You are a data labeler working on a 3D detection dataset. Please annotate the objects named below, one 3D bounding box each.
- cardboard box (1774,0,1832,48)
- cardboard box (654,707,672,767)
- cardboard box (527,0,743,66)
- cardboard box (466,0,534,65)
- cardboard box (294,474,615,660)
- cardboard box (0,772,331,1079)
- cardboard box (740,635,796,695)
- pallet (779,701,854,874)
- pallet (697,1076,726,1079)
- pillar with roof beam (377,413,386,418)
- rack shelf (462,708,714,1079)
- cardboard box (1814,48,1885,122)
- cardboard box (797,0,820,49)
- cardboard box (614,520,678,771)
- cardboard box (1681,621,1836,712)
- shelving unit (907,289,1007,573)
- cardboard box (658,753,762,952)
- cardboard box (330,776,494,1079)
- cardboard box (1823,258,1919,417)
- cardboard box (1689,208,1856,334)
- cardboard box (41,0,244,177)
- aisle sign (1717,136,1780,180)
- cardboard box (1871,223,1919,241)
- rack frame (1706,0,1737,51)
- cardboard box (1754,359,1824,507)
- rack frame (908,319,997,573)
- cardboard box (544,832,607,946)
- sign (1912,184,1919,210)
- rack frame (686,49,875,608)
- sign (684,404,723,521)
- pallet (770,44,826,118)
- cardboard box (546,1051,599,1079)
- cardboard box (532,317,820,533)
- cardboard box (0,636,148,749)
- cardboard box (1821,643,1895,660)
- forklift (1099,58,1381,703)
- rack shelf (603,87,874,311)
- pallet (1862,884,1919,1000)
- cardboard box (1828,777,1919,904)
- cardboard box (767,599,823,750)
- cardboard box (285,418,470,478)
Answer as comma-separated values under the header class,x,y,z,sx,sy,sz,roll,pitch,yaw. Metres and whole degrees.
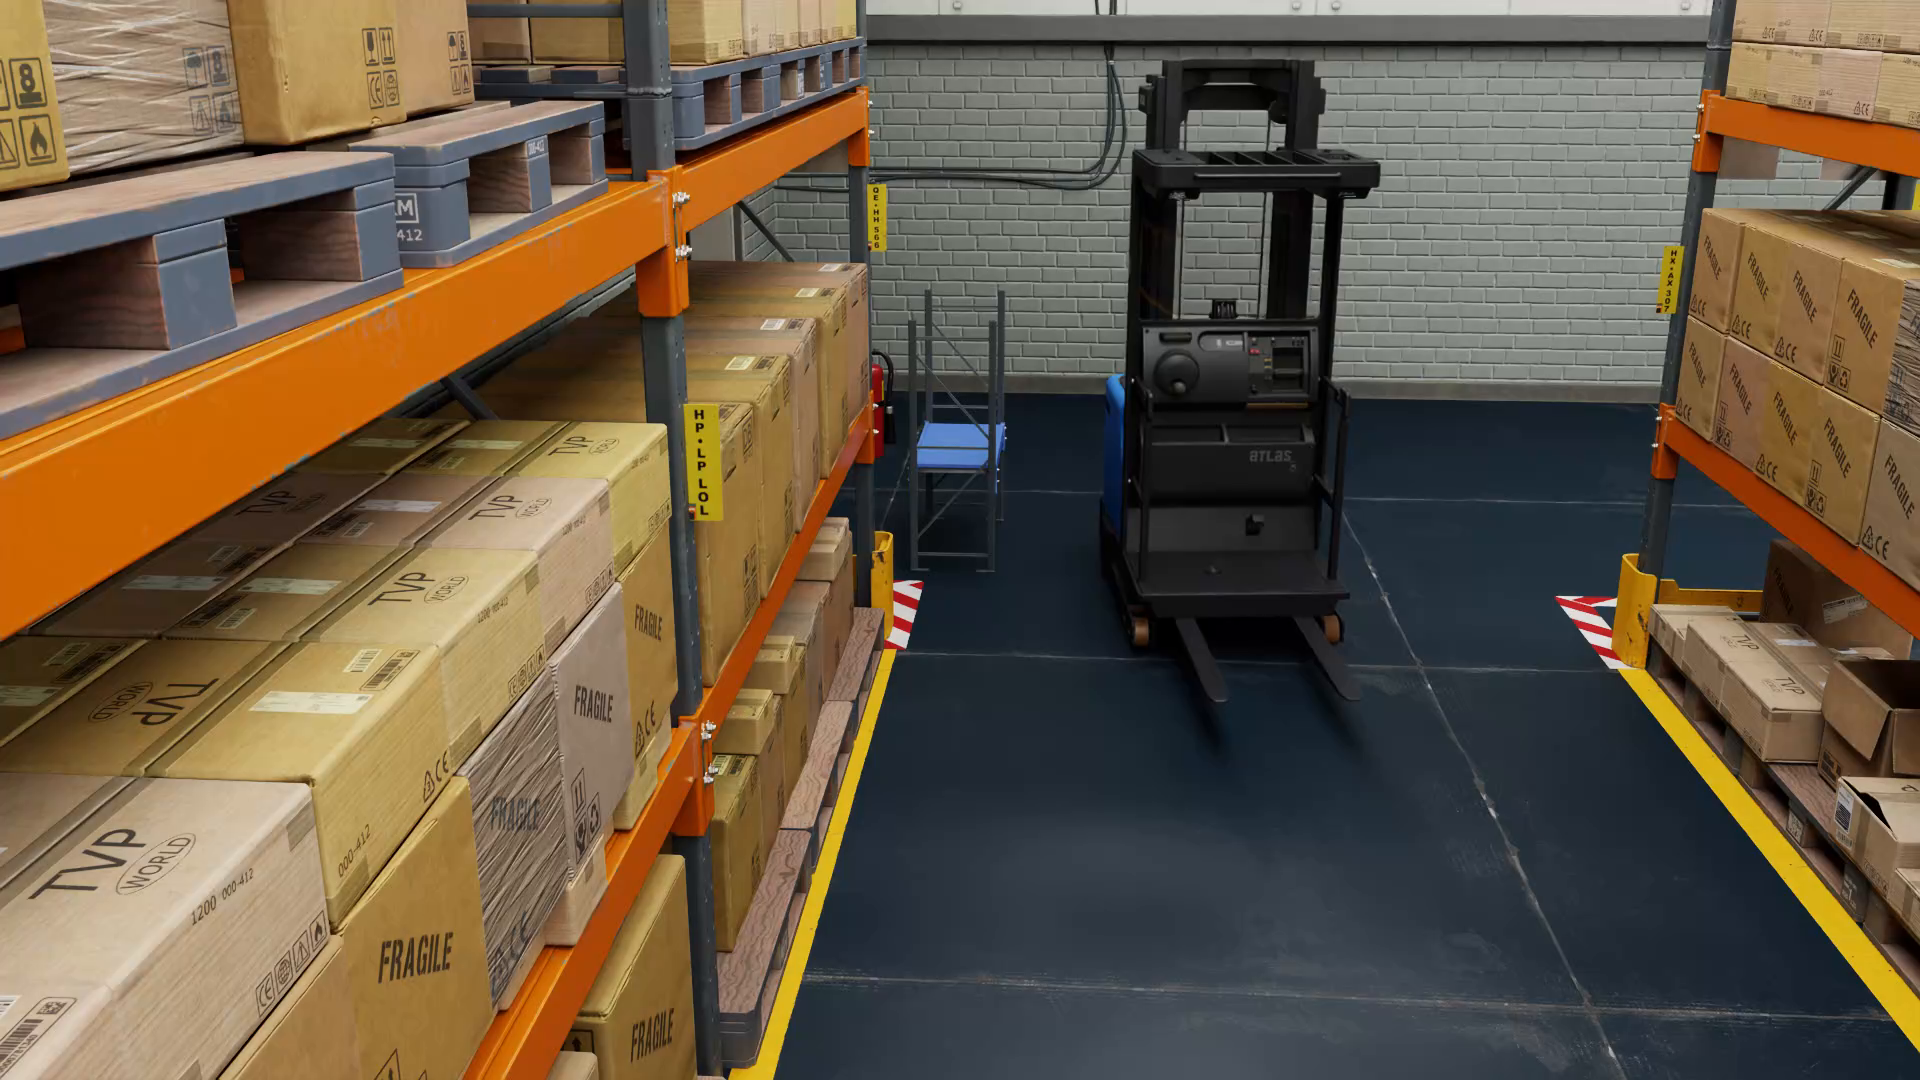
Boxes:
class,x,y,z,sx,sy,sz,roll,pitch,yaw
cardboard box,3.648,-2.121,6.698,0.500,0.250,0.500,1,18,4
cardboard box,-0.982,0.516,4.401,0.380,0.149,0.250,1,18,4
cardboard box,-0.928,-1.515,4.817,0.500,0.250,0.500,1,18,4
cardboard box,-1.425,-1.524,4.845,0.500,0.250,0.500,1,18,4
cardboard box,-1.065,0.050,3.579,0.500,0.250,0.500,2,18,5
cardboard box,-1.168,0.525,2.128,0.500,0.250,0.500,1,18,4
cardboard box,-0.841,0.481,6.436,0.380,0.149,0.250,1,18,2
pallet,-1.023,1.006,7.014,1.003,0.211,1.213,1,18,4
pallet,-1.220,1.862,4.403,1.003,0.211,1.213,1,18,4
pillar with roof beam,2.241,-2.696,4.200,9.100,9.000,0.400,1,18,4
rack shelf,-1.384,1.258,2.921,1.077,0.370,4.000,1,18,4
cardboard box,3.614,-1.728,6.302,0.500,0.250,0.500,1,18,4
cardboard box,-0.810,-1.992,6.272,0.500,0.250,0.500,1,18,2
cardboard box,-1.022,0.246,4.185,0.500,0.500,0.500,1,18,3
cardboard box,3.630,0.578,7.552,0.500,0.250,0.500,1,18,4
shelving unit,-0.006,-0.686,10.109,0.538,1.500,1.048,1,18,4
cardboard box,-1.084,1.054,5.730,0.700,0.500,0.500,2,18,5
cardboard box,-1.124,0.716,2.752,0.500,0.500,0.500,2,18,5
cardboard box,3.587,-0.753,6.137,0.500,0.500,0.500,1,18,3
cardboard box,3.693,-1.228,7.588,0.500,0.500,0.500,2,18,6
cardboard box,-1.488,-0.787,2.325,0.700,0.500,0.500,1,18,4
aisle sign,3.700,-2.101,7.842,0.394,0.787,0.004,1,18,4
cardboard box,4.195,-1.059,7.072,0.500,0.500,0.500,2,18,5
rack frame,3.988,-3.689,7.228,1.000,3.000,0.127,1,18,4
cardboard box,3.622,-0.437,6.779,0.500,0.500,0.500,1,18,4
rack frame,-0.043,-0.528,9.627,0.500,1.500,0.032,1,18,4
cardboard box,-1.001,0.758,3.663,0.380,0.149,0.250,1,18,4
sign,4.540,-1.519,7.876,0.100,0.325,0.005,1,18,4
rack frame,-0.954,-0.947,8.496,1.000,3.000,0.127,1,18,4
sign,-0.698,-0.208,4.509,0.100,0.325,0.005,1,18,4
pallet,-1.081,-1.720,6.180,1.003,0.211,1.213,1,18,4
cardboard box,-1.218,1.598,3.507,0.750,0.750,0.750,2,18,6
cardboard box,-1.085,-0.468,6.553,0.980,0.700,0.700,0,18,1
cardboard box,-1.637,0.358,2.639,0.500,0.250,0.500,1,18,3
cardboard box,4.076,0.598,7.625,0.380,0.166,0.250,1,18,4
forklift,1.431,-0.927,8.546,1.130,2.935,3.031,-1,18,-2
rack shelf,-1.097,-1.410,6.245,1.077,0.370,4.000,1,18,4
pallet,3.751,1.517,5.456,1.003,0.211,1.213,1,18,4
cardboard box,3.513,1.057,5.991,0.500,0.311,0.500,1,18,4
cardboard box,-0.975,0.572,7.199,0.700,0.500,0.500,1,18,2
cardboard box,-1.533,-0.122,4.105,0.500,0.250,0.500,2,18,6
